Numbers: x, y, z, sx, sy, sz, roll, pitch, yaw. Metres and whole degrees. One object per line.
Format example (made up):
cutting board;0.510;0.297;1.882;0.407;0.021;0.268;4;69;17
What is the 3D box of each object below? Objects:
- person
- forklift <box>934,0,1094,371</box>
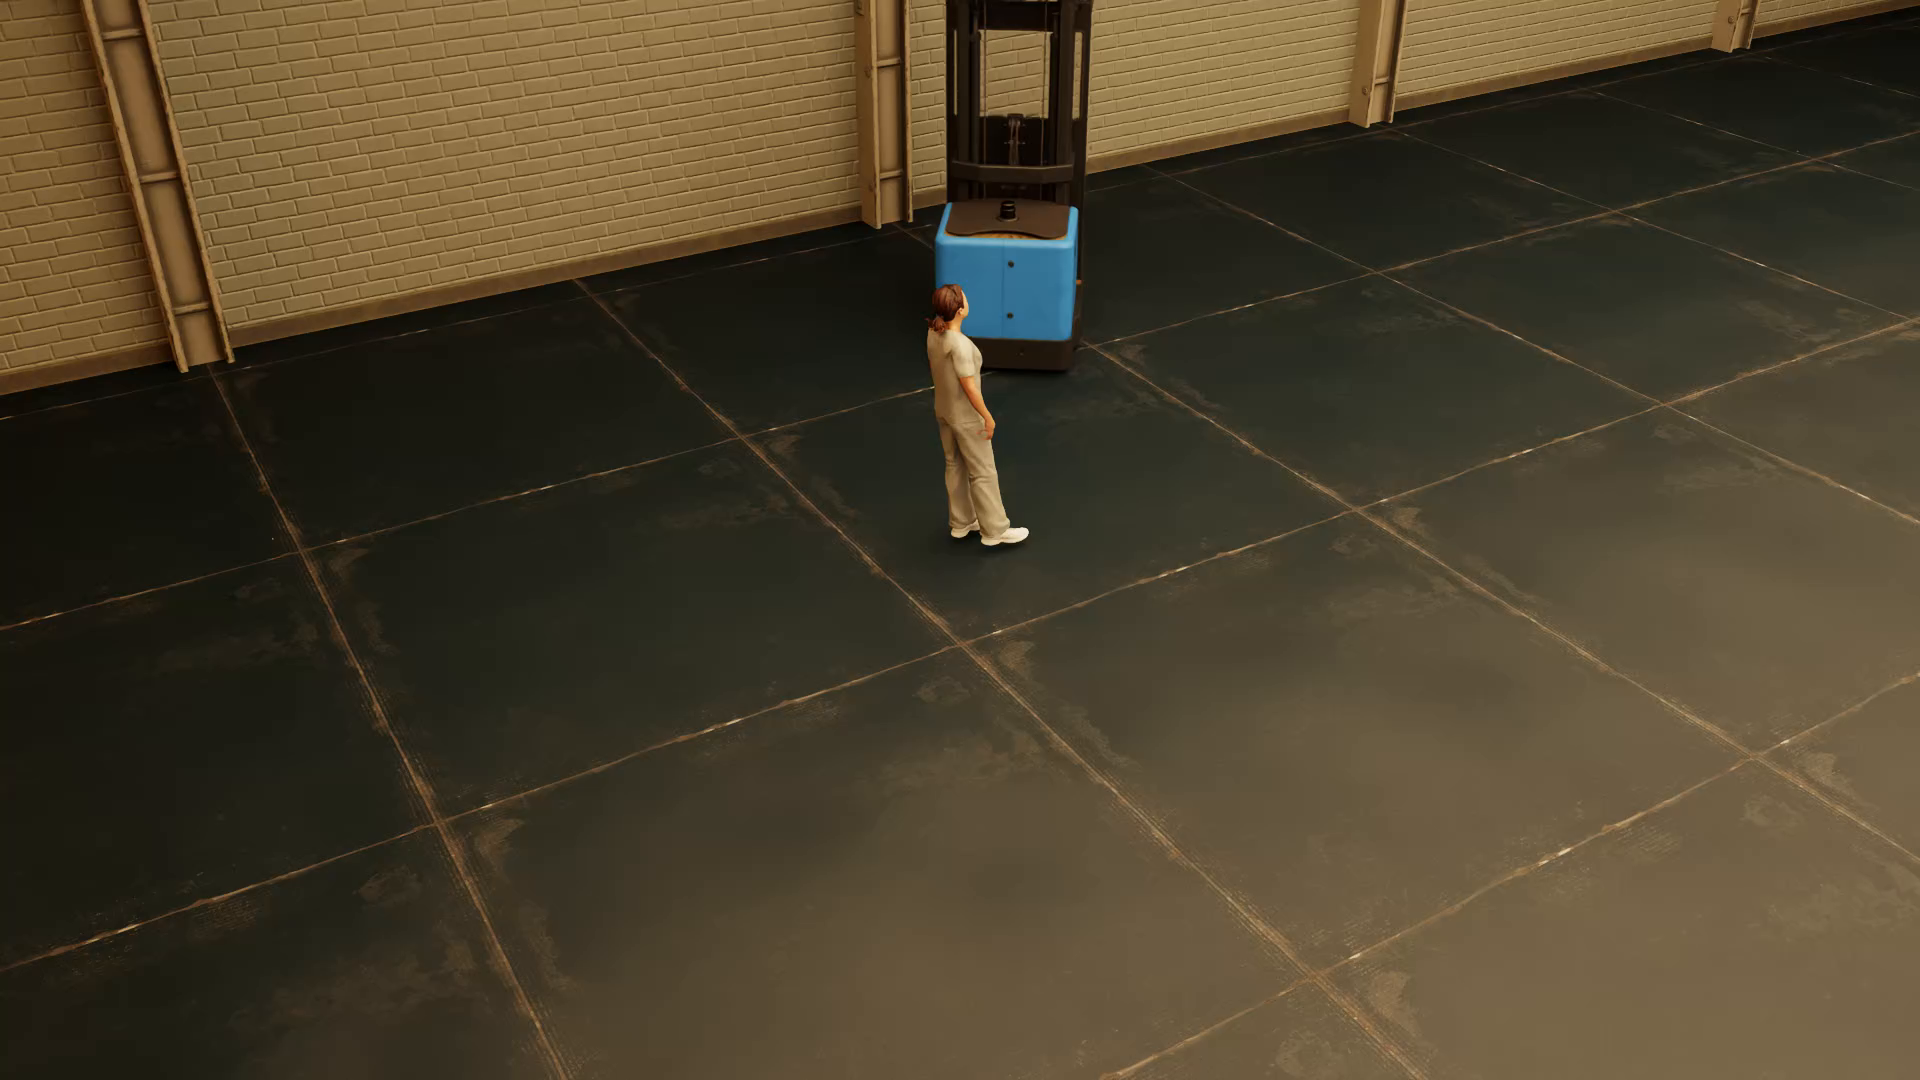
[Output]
person;0.069;-0.773;10.068;0.549;1.675;0.550;-17;35;-26
forklift;0.463;-3.262;13.095;1.130;2.935;3.031;3;31;5
